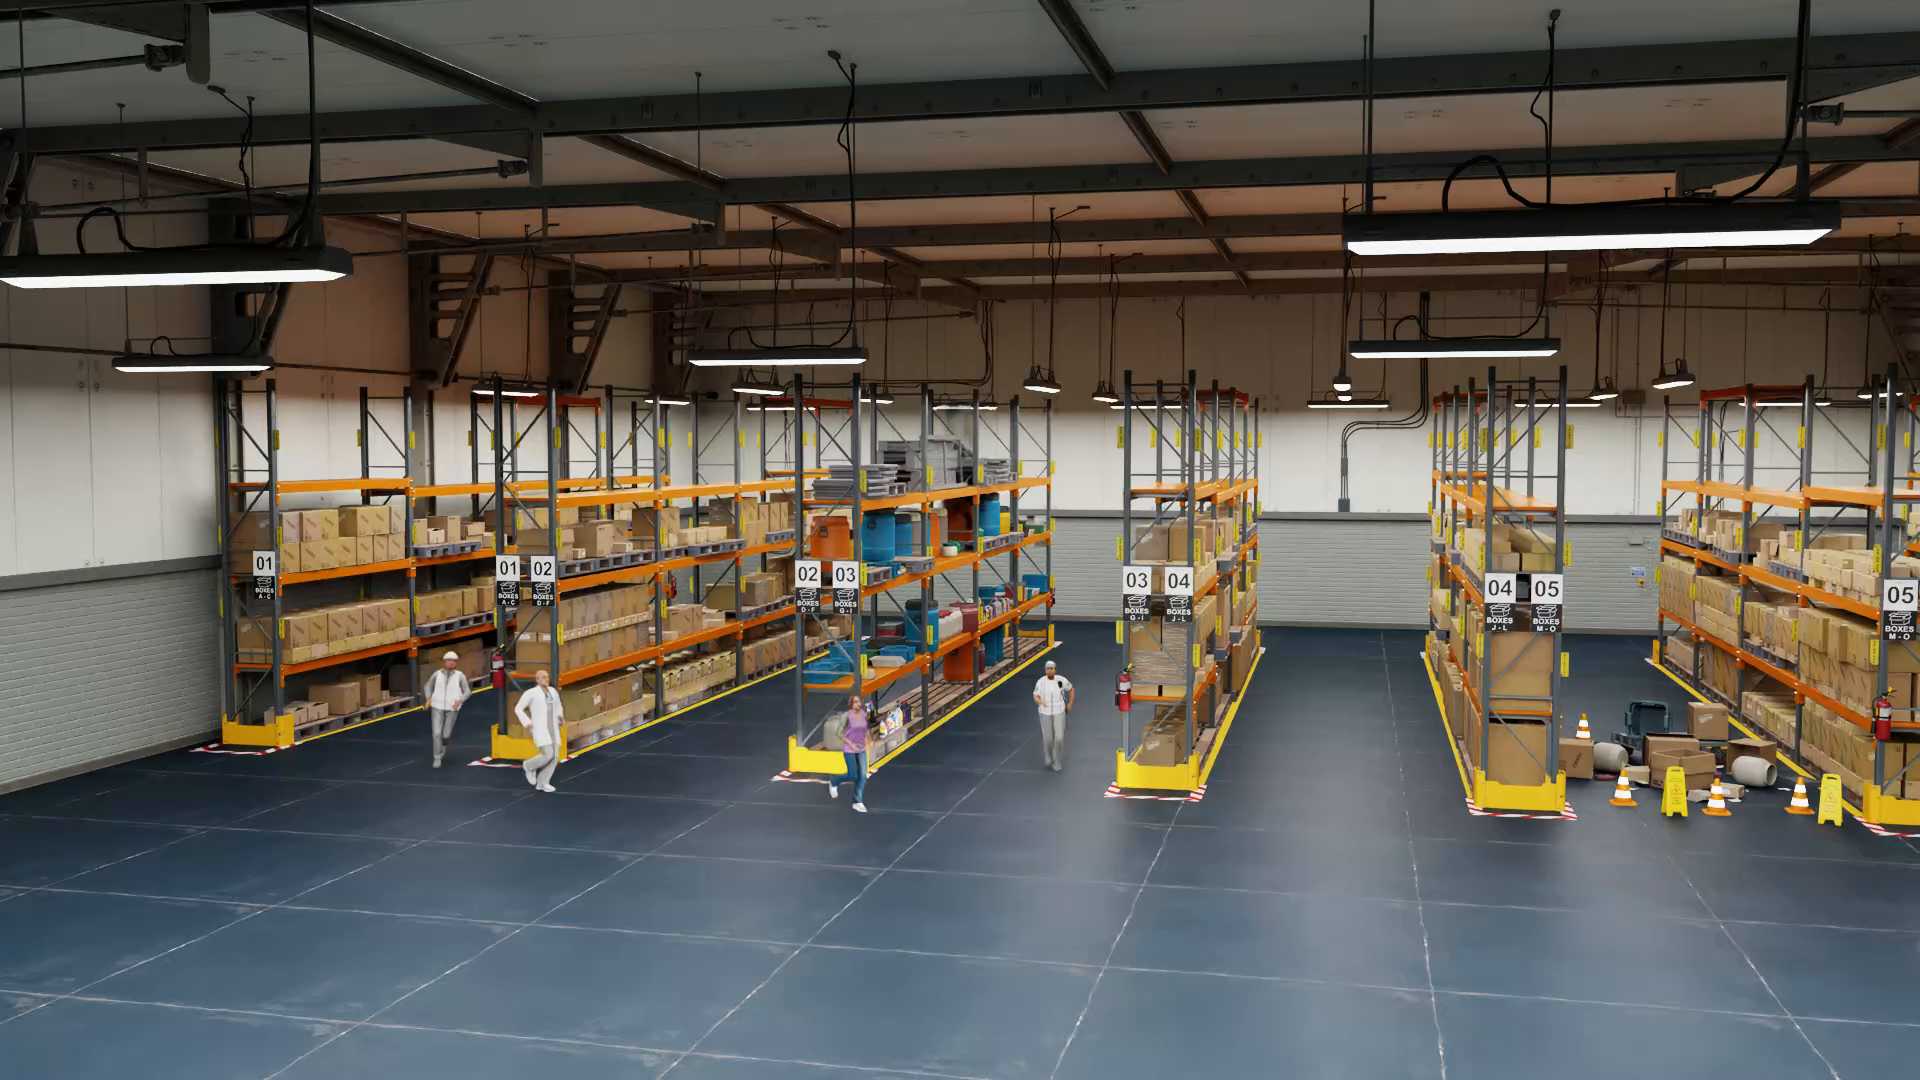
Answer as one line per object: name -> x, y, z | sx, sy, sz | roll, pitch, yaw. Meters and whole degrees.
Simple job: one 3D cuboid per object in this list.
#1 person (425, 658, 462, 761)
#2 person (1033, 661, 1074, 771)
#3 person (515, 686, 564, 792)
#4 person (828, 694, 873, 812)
person -> -7.973, 2.583, 25.750 | 0.588, 1.615, 0.664 | -1, 4, -14
person -> 1.419, 2.676, 25.336 | 0.612, 1.675, 0.690 | 0, 3, 8
person -> -5.932, 2.821, 23.688 | 0.595, 1.525, 0.716 | 3, 4, 37
person -> -1.466, 2.874, 22.633 | 0.542, 1.585, 0.678 | -3, 5, -40
